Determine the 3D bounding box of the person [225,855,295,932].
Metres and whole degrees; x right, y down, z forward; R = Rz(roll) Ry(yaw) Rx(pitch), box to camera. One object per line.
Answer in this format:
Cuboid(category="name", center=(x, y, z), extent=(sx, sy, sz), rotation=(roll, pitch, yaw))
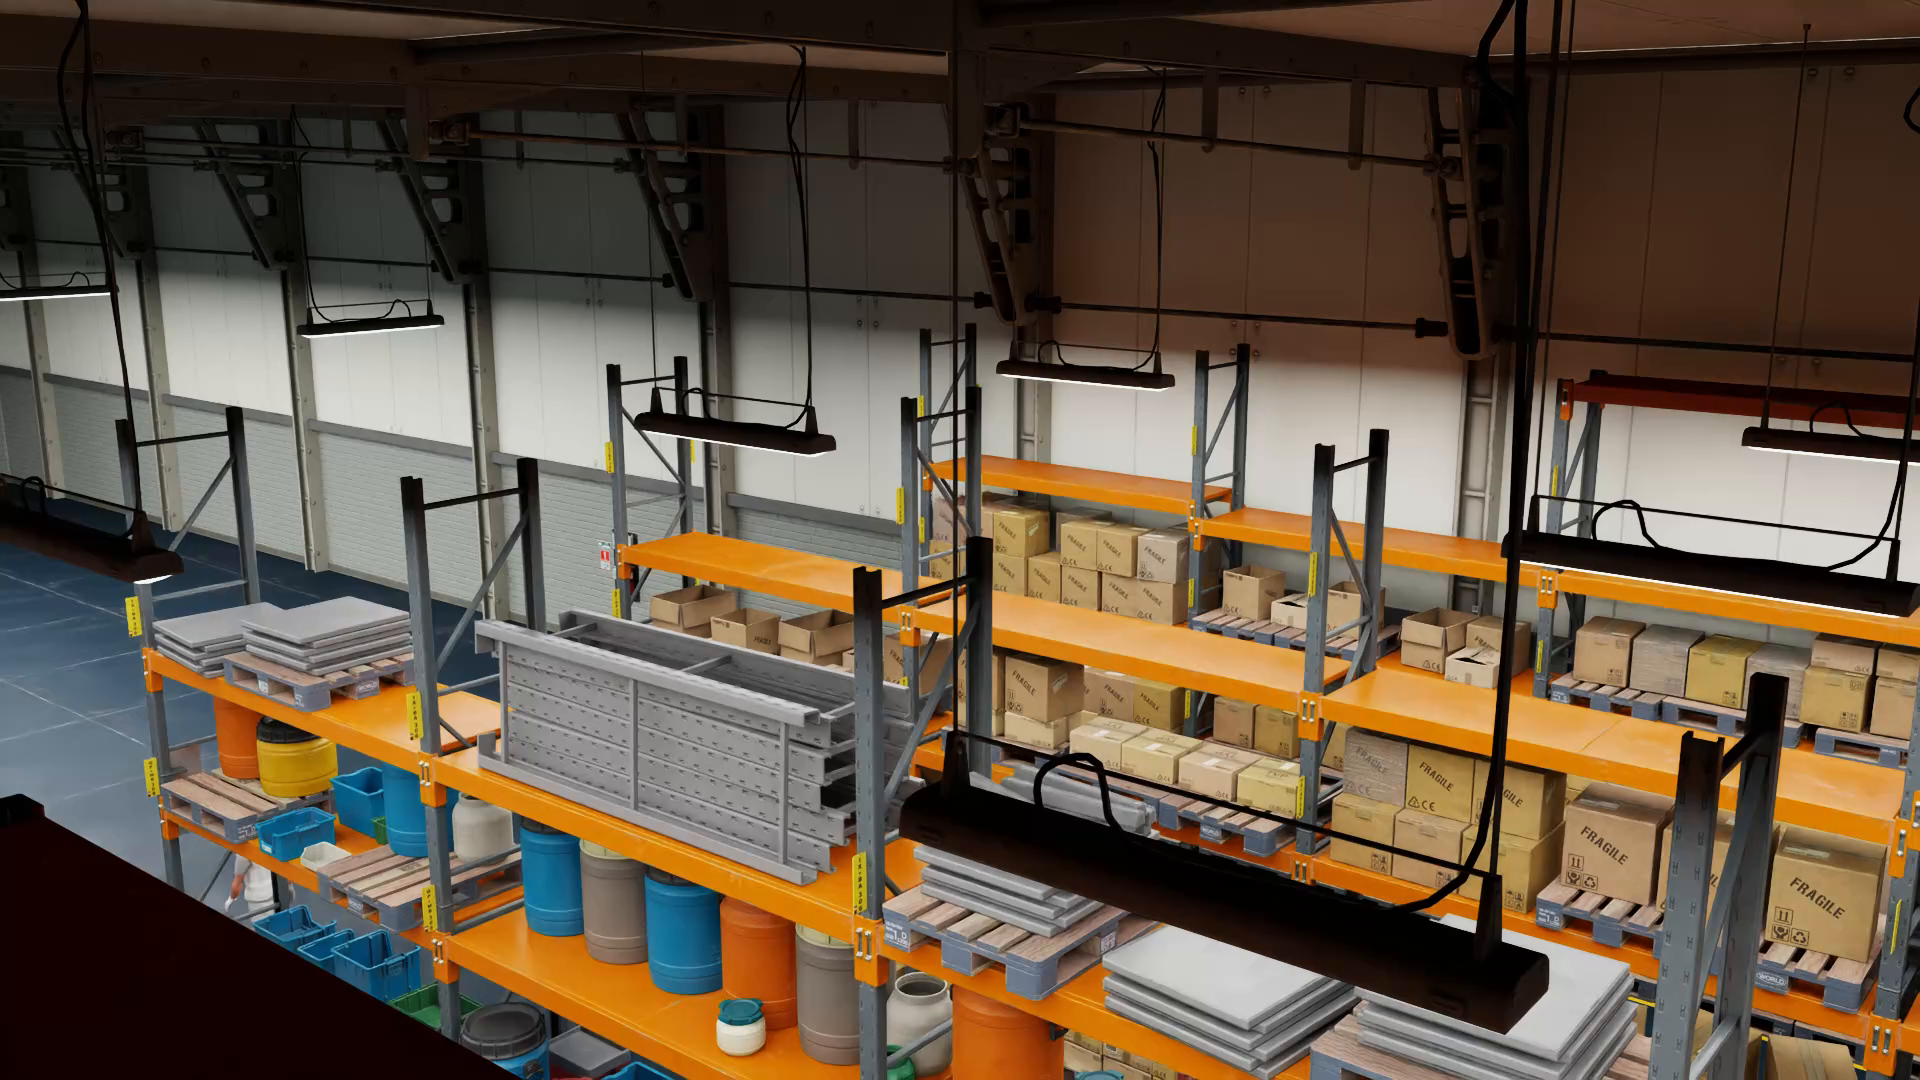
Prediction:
Cuboid(category="person", center=(-6.950, 3.541, 16.527), extent=(0.716, 1.789, 0.606), rotation=(7, 14, 27))
